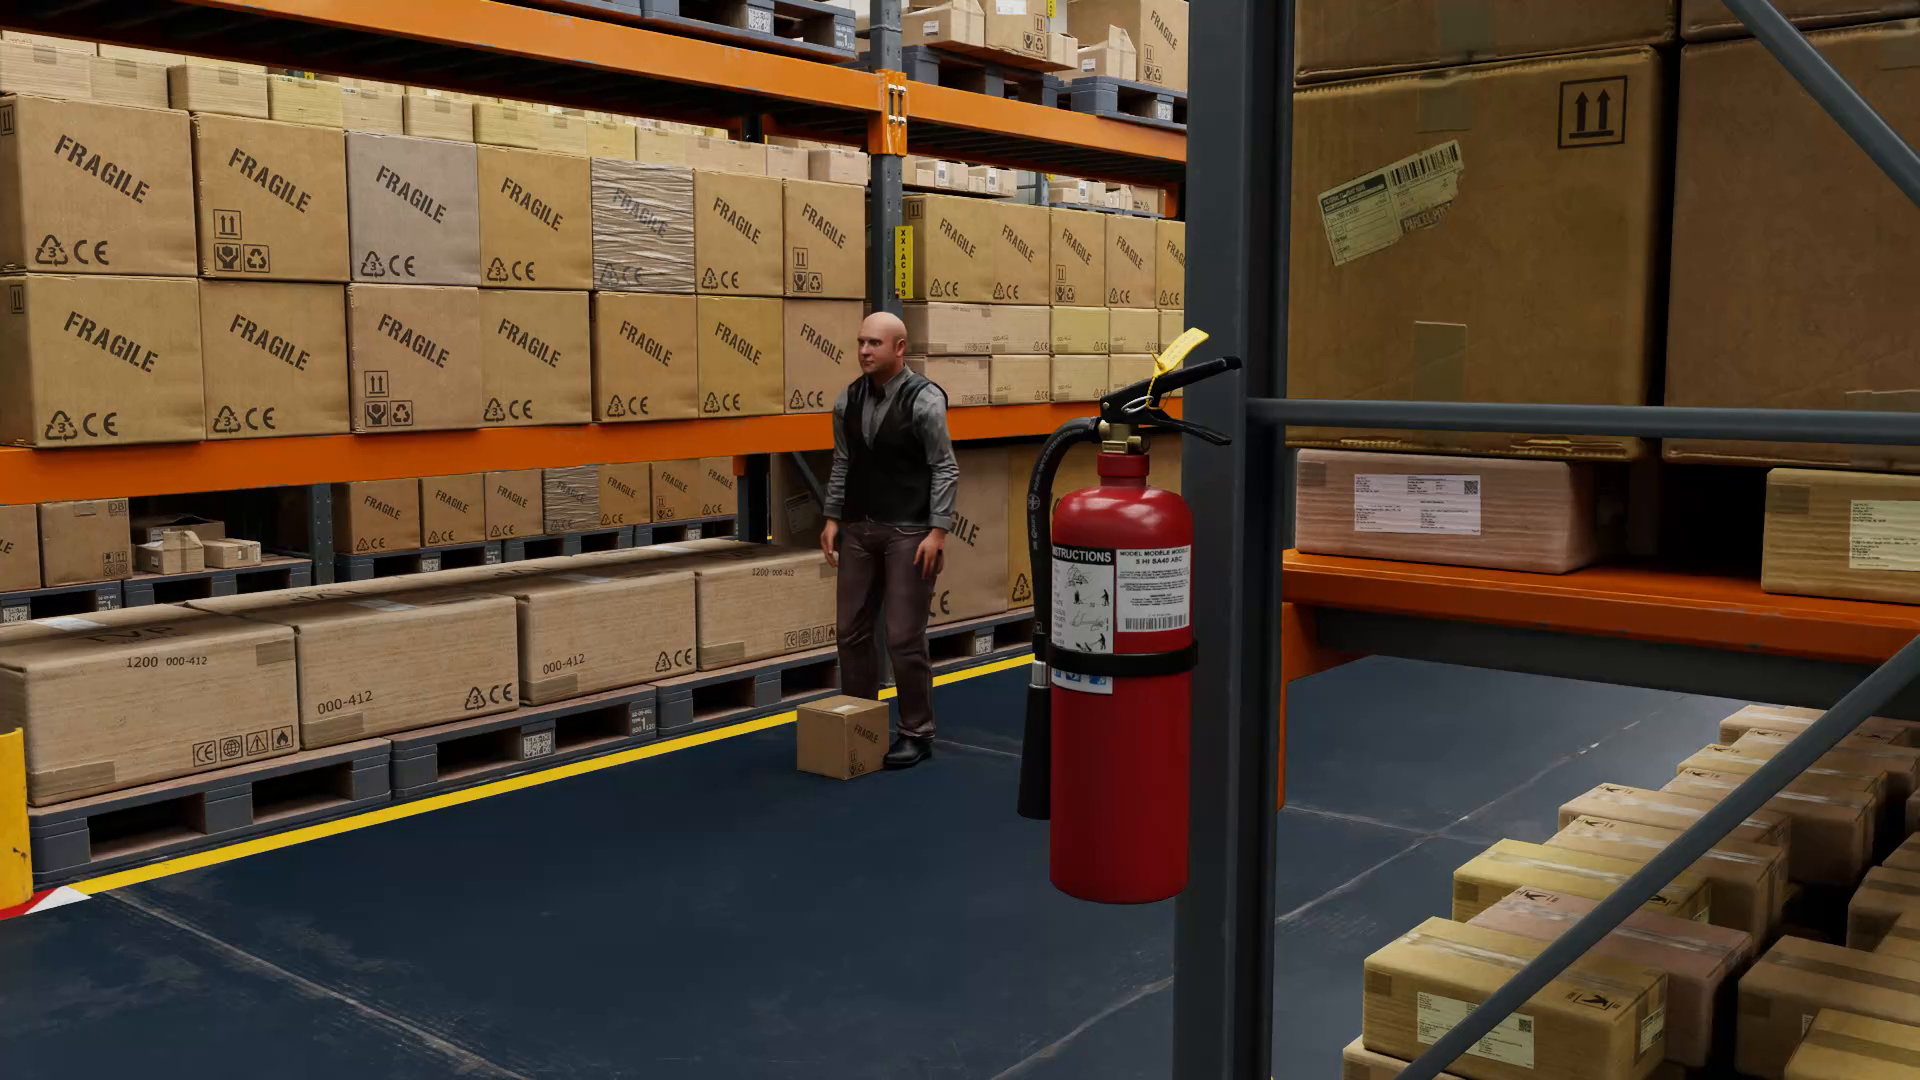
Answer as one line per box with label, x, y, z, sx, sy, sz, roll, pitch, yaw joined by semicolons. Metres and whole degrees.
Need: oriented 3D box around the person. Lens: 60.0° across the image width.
person;-0.264;-0.012;6.428;0.593;1.722;0.410;5;8;36
